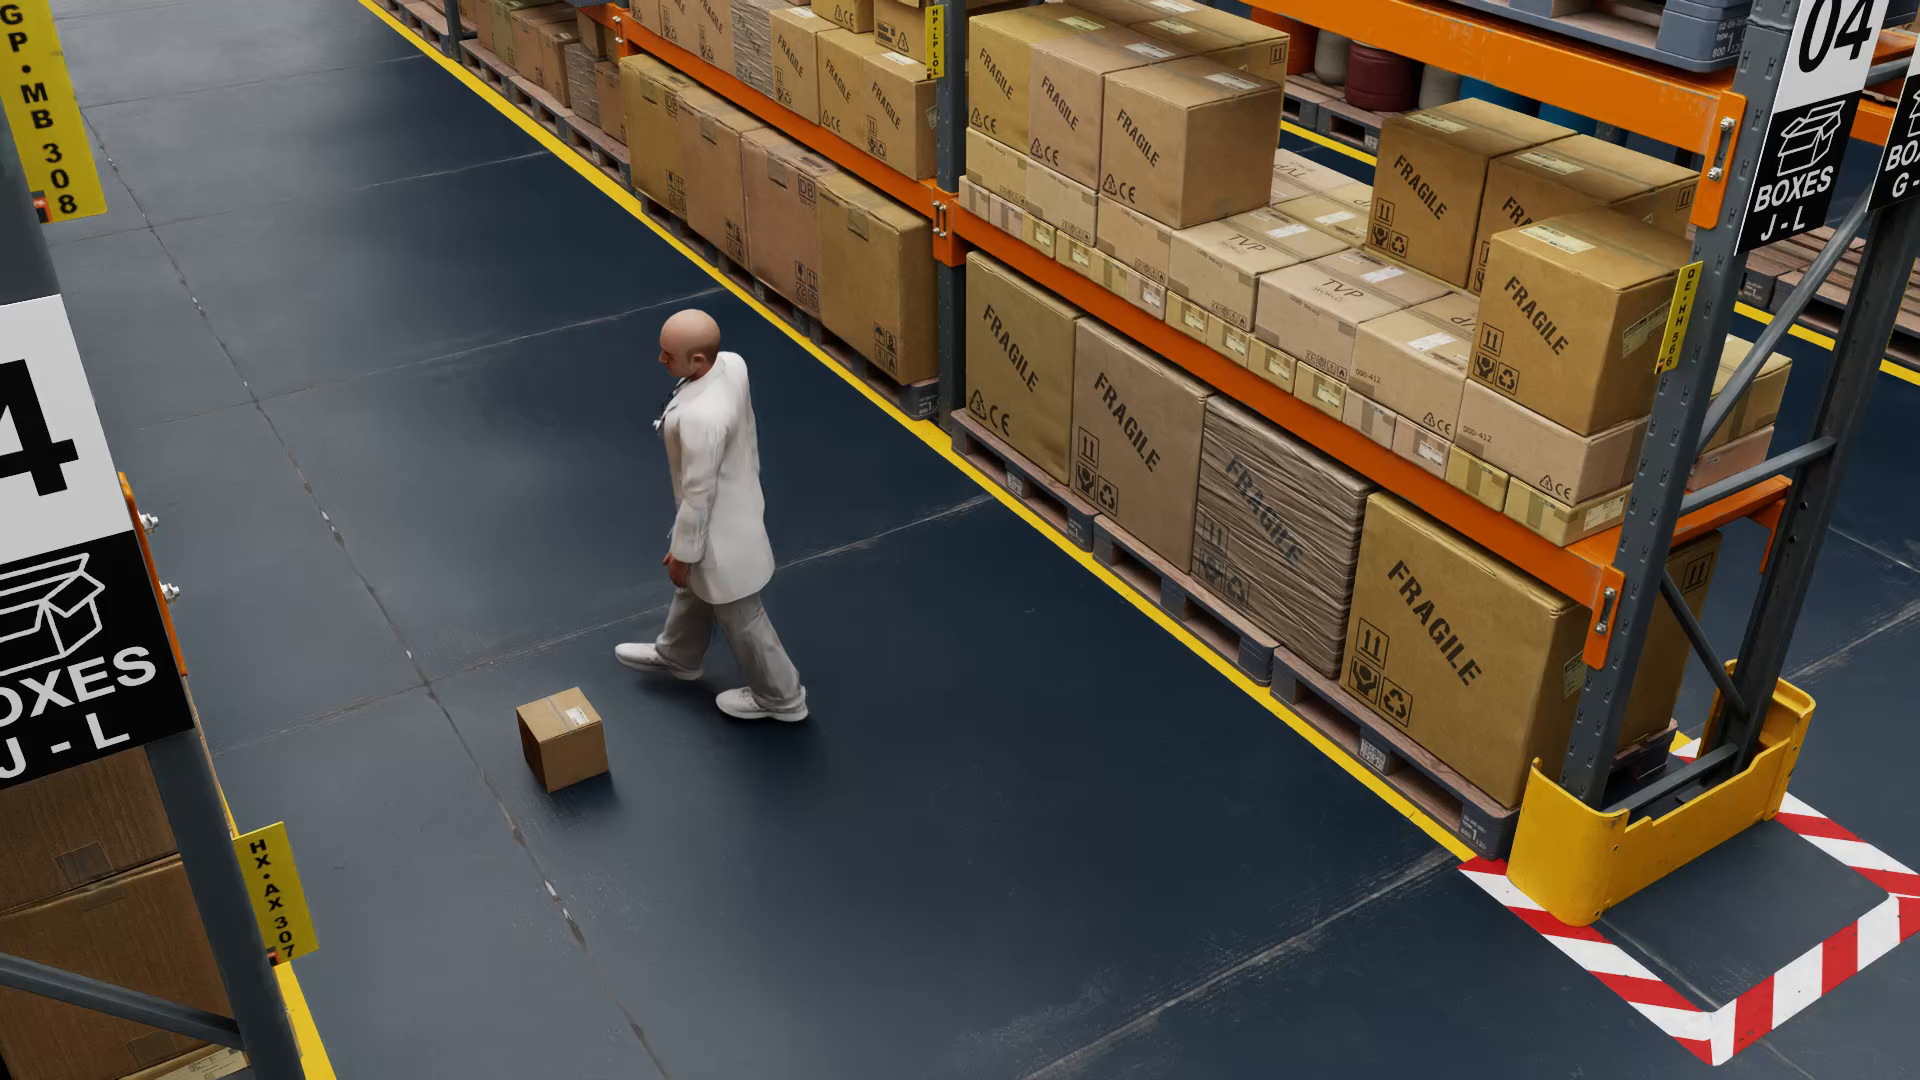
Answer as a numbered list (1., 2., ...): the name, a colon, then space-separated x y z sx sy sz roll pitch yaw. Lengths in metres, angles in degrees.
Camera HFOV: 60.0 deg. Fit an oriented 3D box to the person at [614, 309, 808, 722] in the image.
1. person: -1.021 -0.084 6.253 0.825 1.755 0.617 1 32 2
